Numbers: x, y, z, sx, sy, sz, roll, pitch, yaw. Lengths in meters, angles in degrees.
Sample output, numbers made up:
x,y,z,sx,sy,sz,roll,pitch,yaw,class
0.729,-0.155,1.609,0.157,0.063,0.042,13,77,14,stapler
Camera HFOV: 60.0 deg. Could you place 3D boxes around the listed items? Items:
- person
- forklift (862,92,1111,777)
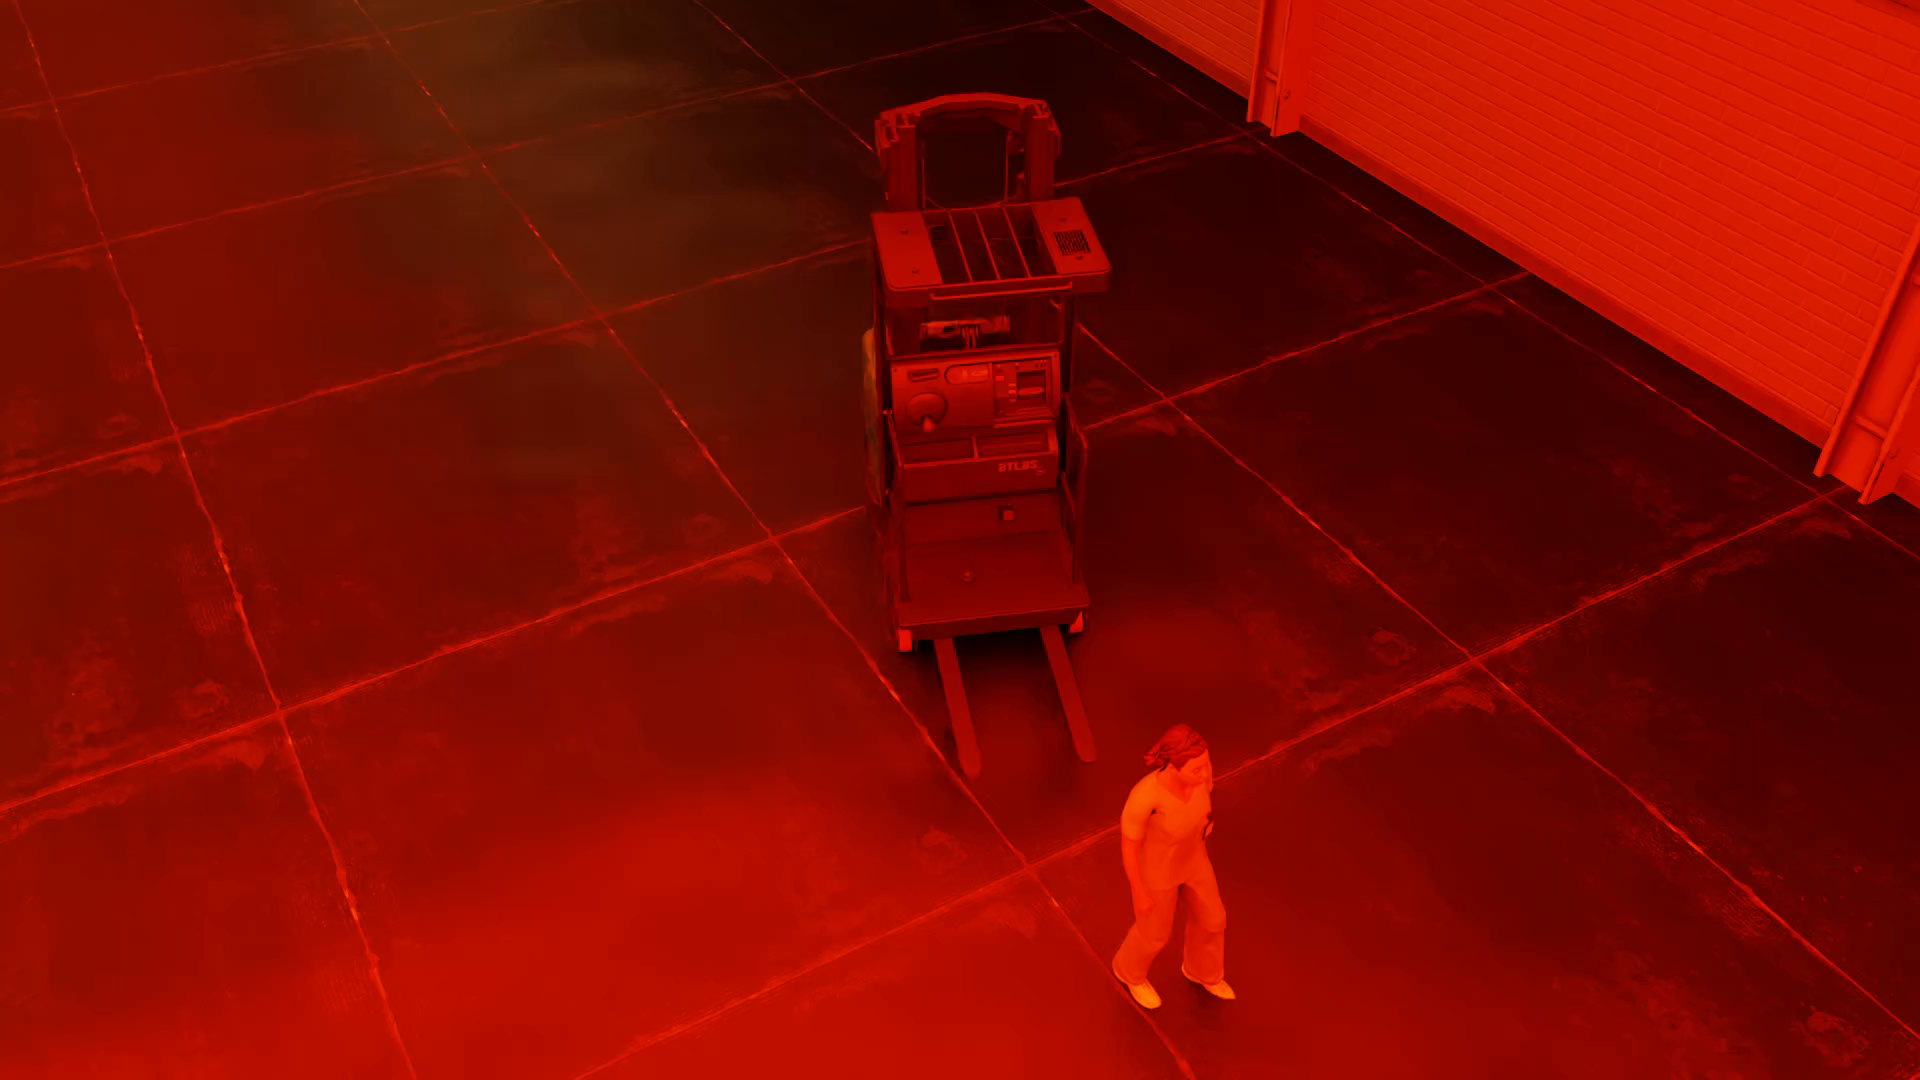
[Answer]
x,y,z,sx,sy,sz,roll,pitch,yaw,class
0.962,1.488,7.280,0.525,1.706,0.507,-26,46,-27,person
0.126,-0.732,8.919,1.130,2.935,3.031,-6,40,-7,forklift
